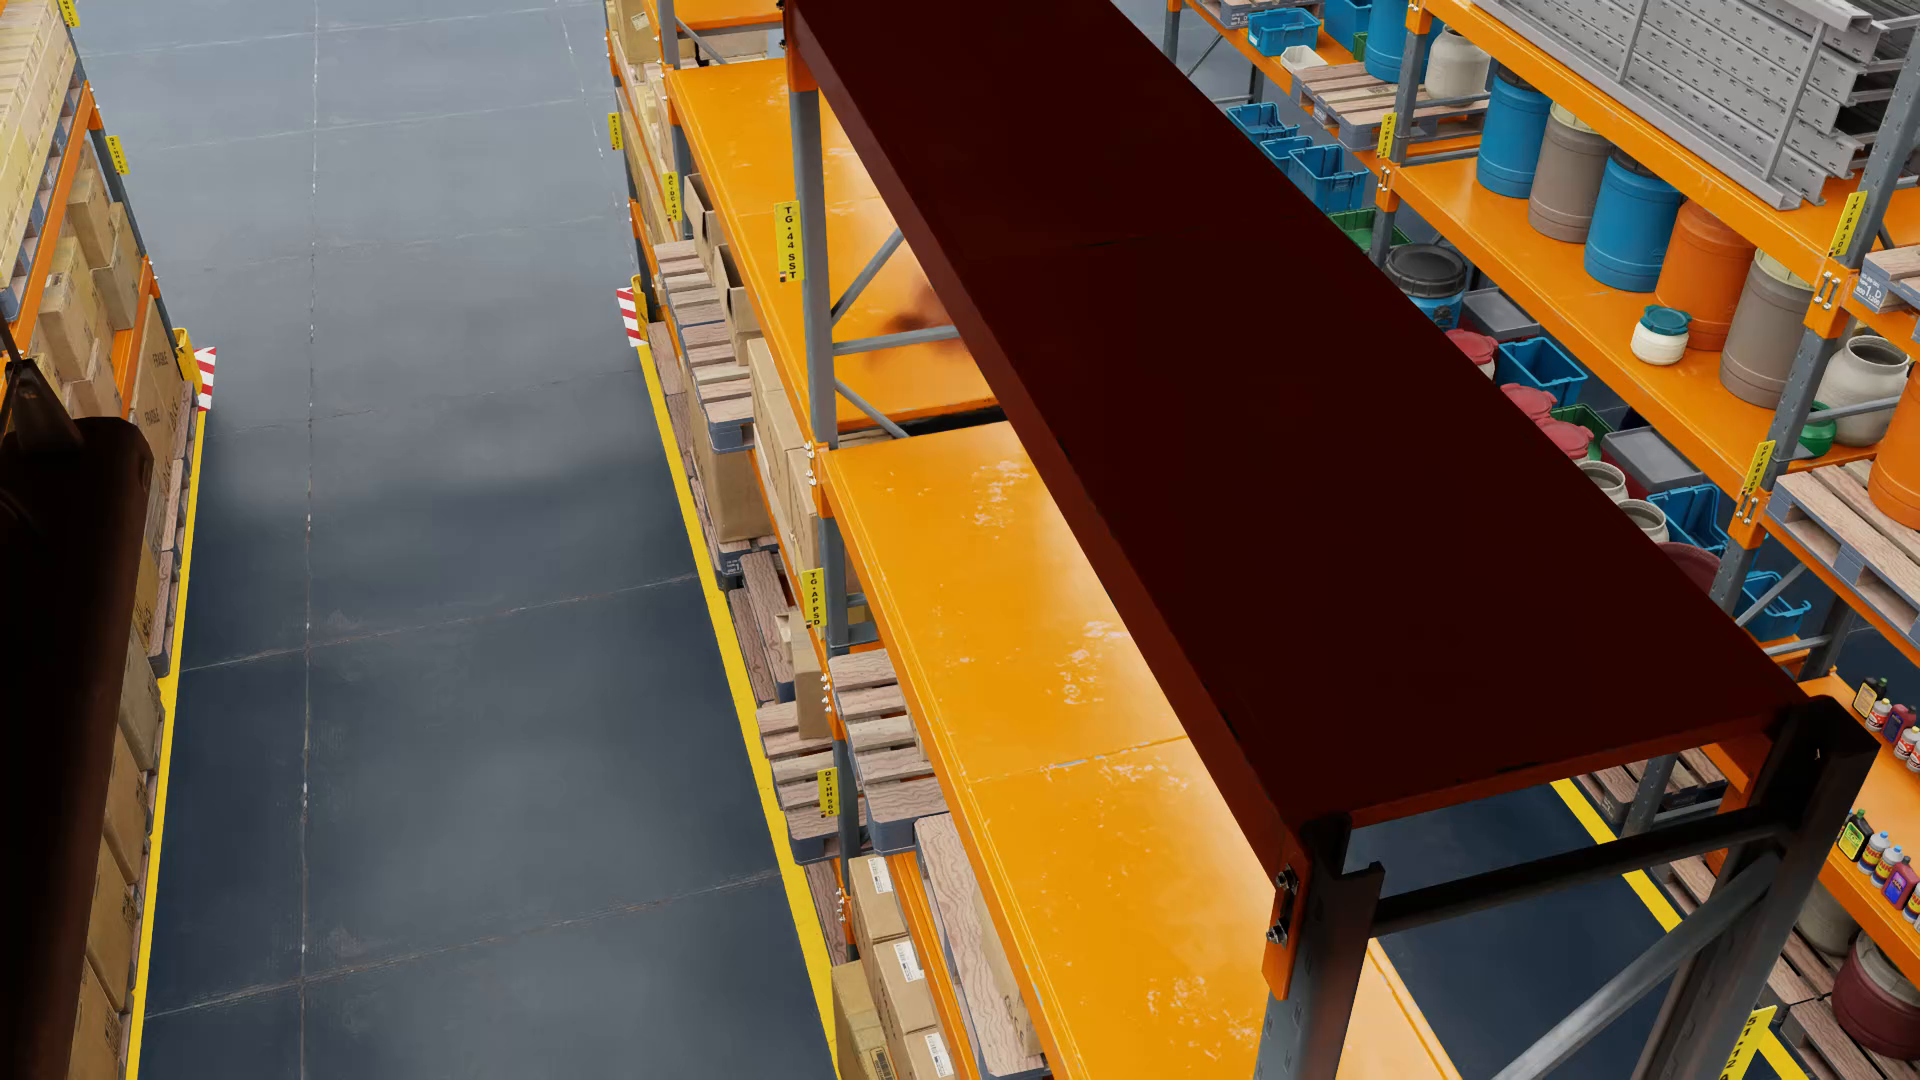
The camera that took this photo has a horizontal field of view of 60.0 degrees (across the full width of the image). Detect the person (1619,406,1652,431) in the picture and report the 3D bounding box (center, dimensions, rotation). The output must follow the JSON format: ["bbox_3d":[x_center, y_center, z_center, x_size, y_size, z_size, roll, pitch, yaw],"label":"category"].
[{"bbox_3d":[5.416,-1.008,12.824,0.605,1.581,0.578,-14,40,-17],"label":"person"}]
